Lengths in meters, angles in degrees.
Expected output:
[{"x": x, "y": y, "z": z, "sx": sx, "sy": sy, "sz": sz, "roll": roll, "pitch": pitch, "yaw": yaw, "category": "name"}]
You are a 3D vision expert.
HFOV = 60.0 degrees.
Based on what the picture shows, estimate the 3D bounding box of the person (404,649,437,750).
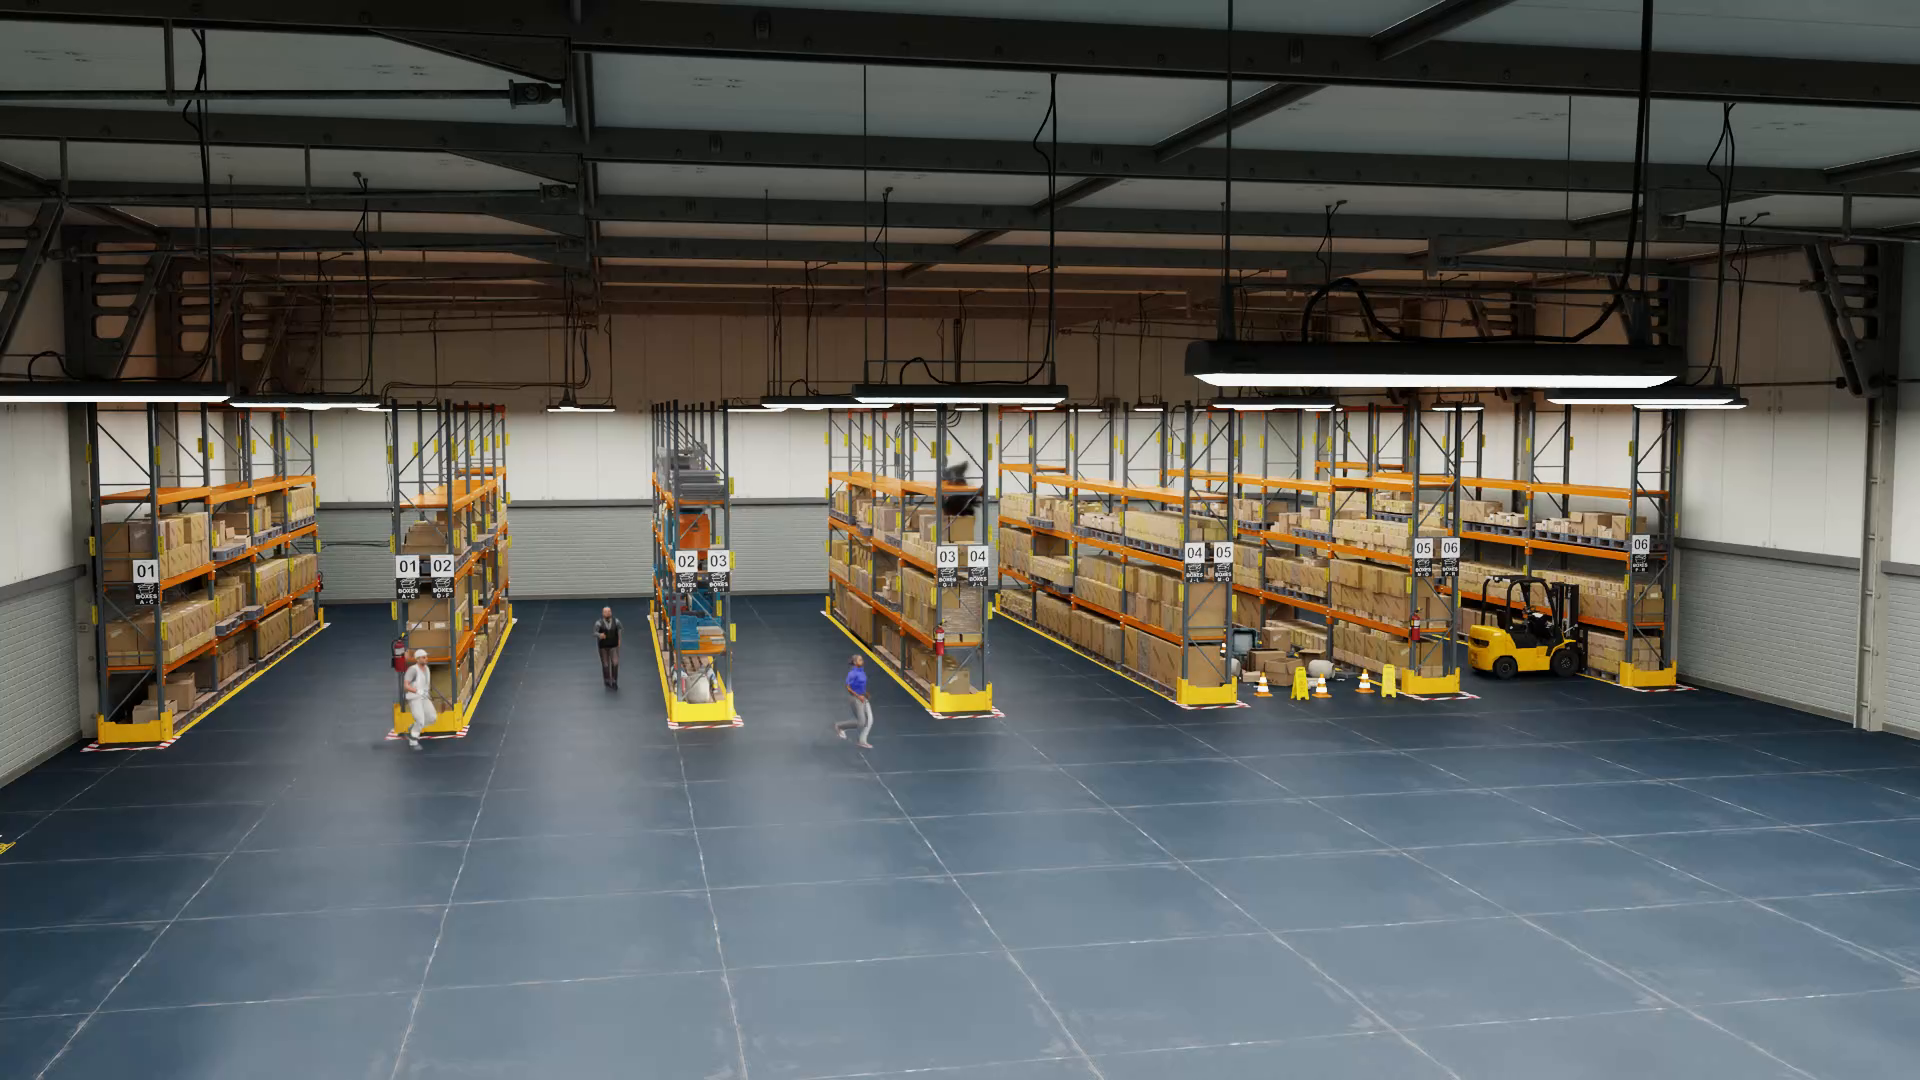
[{"x": -9.262, "y": 2.731, "z": 28.559, "sx": 0.616, "sy": 1.721, "sz": 0.688, "roll": 2, "pitch": 5, "yaw": 22, "category": "person"}]

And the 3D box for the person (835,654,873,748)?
[{"x": -1.800, "y": 2.770, "z": 28.668, "sx": 0.668, "sy": 1.628, "sz": 0.584, "roll": 2, "pitch": 5, "yaw": 19, "category": "person"}]

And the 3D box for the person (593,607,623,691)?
[{"x": -7.302, "y": 2.272, "z": 34.555, "sx": 0.635, "sy": 1.770, "sz": 0.756, "roll": -1, "pitch": 4, "yaw": -14, "category": "person"}]

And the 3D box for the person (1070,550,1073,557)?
[{"x": 3.258, "y": 1.198, "z": 48.517, "sx": 0.732, "sy": 1.809, "sz": 0.881, "roll": -1, "pitch": 4, "yaw": -14, "category": "person"}]

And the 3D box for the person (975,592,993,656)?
[{"x": 0.438, "y": 1.820, "z": 39.590, "sx": 0.700, "sy": 1.792, "sz": 0.953, "roll": -1, "pitch": 5, "yaw": -19, "category": "person"}]
